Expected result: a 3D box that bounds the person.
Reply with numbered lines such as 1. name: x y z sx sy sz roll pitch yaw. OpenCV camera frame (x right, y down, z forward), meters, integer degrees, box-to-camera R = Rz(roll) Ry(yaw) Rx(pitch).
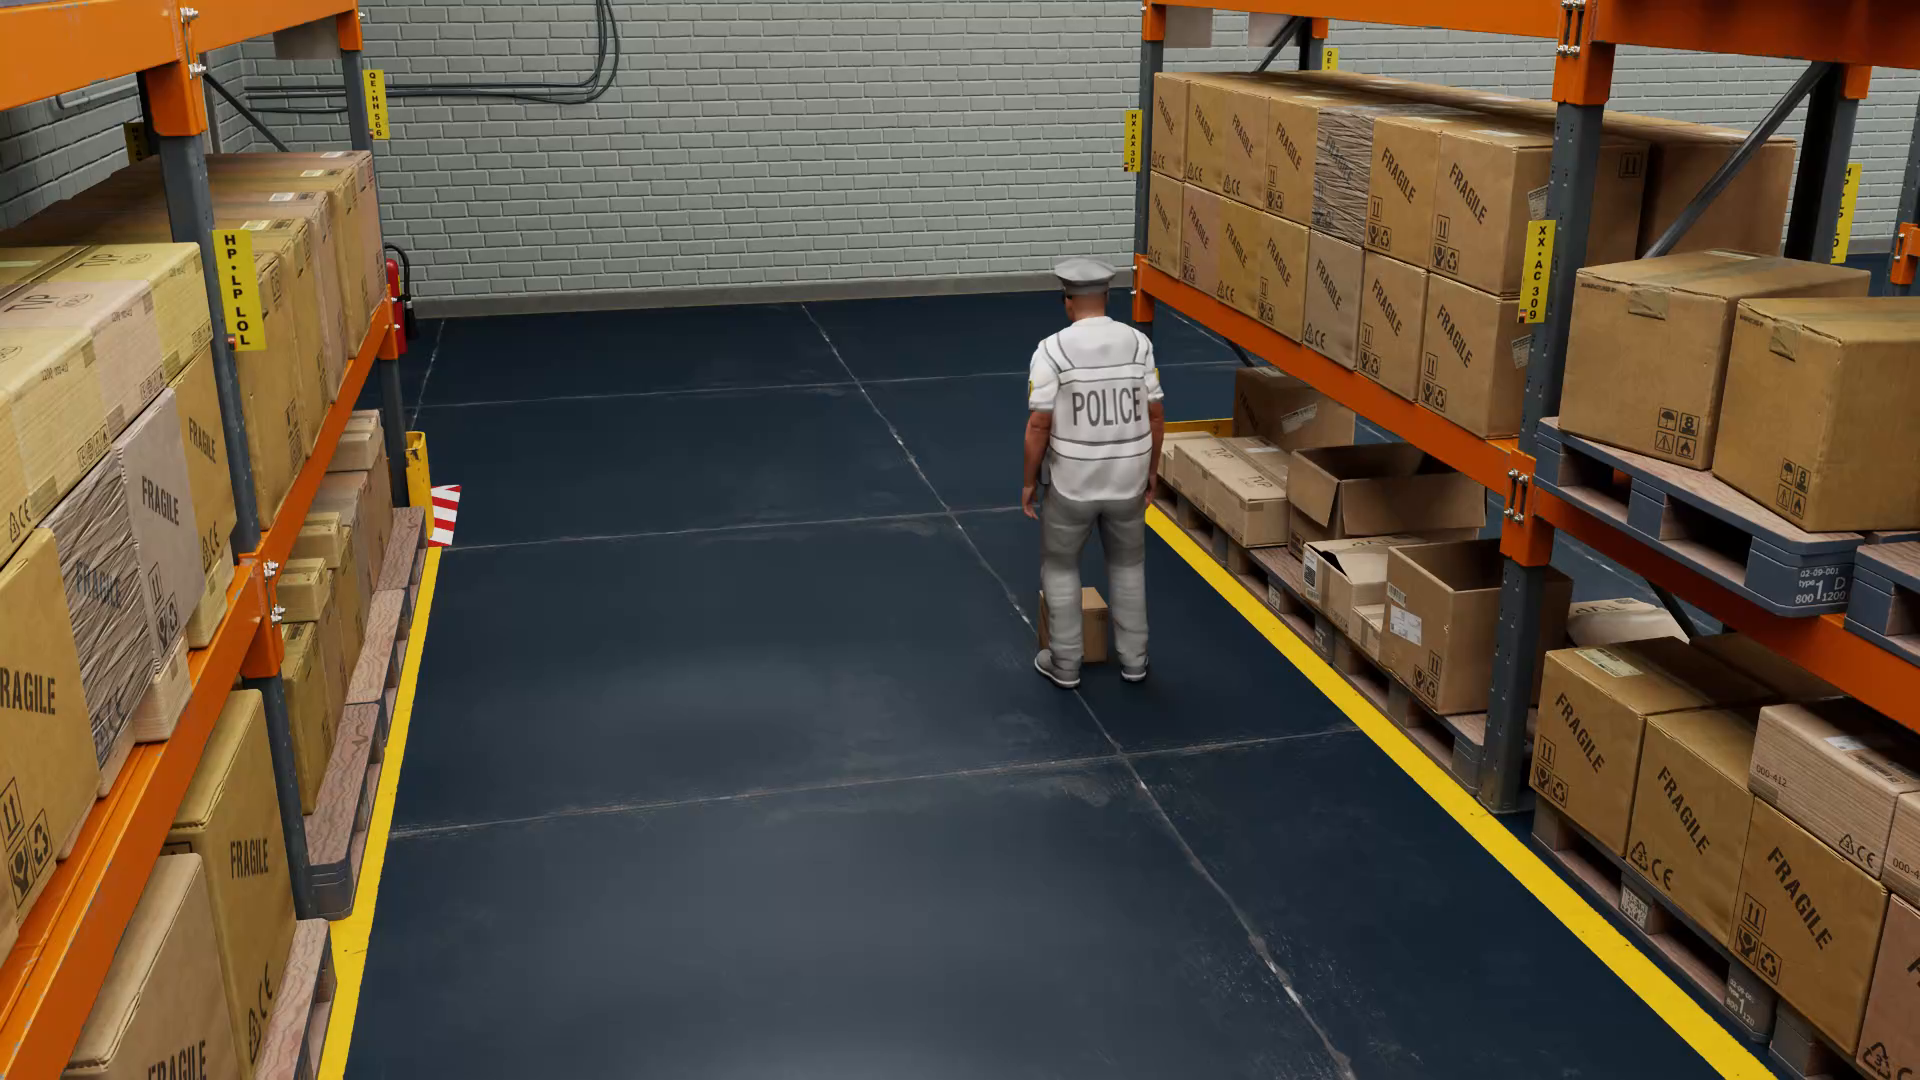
1. person: 0.544 -0.243 6.745 0.604 1.747 0.437 -5 20 -13
